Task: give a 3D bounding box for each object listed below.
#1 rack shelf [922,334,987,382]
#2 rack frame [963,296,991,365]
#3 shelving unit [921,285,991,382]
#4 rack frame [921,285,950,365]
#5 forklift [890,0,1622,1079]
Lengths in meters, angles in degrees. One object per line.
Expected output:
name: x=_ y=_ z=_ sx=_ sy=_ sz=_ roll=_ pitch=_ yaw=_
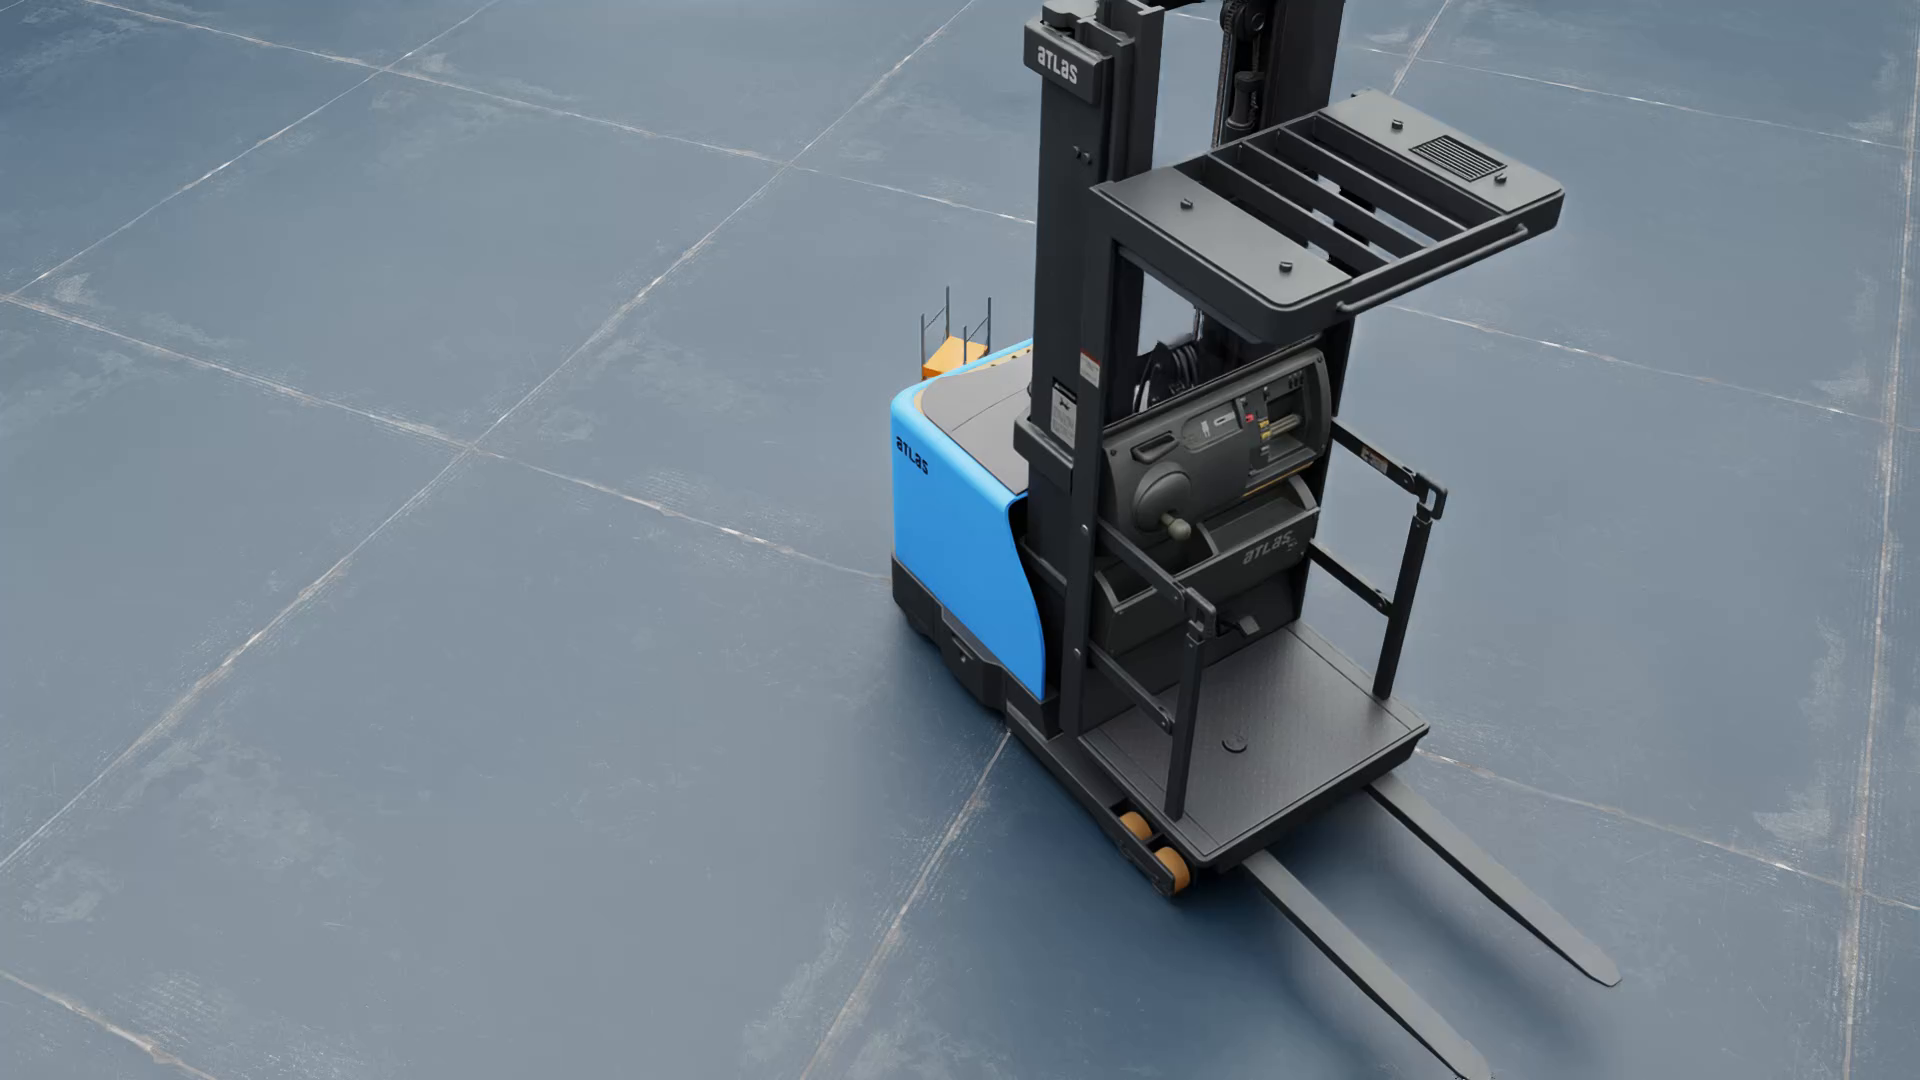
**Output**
rack shelf: x=-0.015 y=-0.698 z=6.657 sx=0.180 sy=0.103 sz=0.258 roll=18 pitch=44 yaw=19
rack frame: x=0.067 y=-0.433 z=6.833 sx=0.006 sy=1.200 sz=0.240 roll=18 pitch=44 yaw=19
shelving unit: x=-0.015 y=-0.460 z=6.864 sx=0.189 sy=1.200 sz=0.258 roll=18 pitch=44 yaw=19
rack frame: x=-0.097 y=-0.486 z=6.894 sx=0.006 sy=1.200 sz=0.240 roll=18 pitch=44 yaw=19
forklift: x=0.975 y=-0.231 z=5.279 sx=1.130 sy=2.935 sz=3.031 roll=-25 pitch=47 yaw=-26
